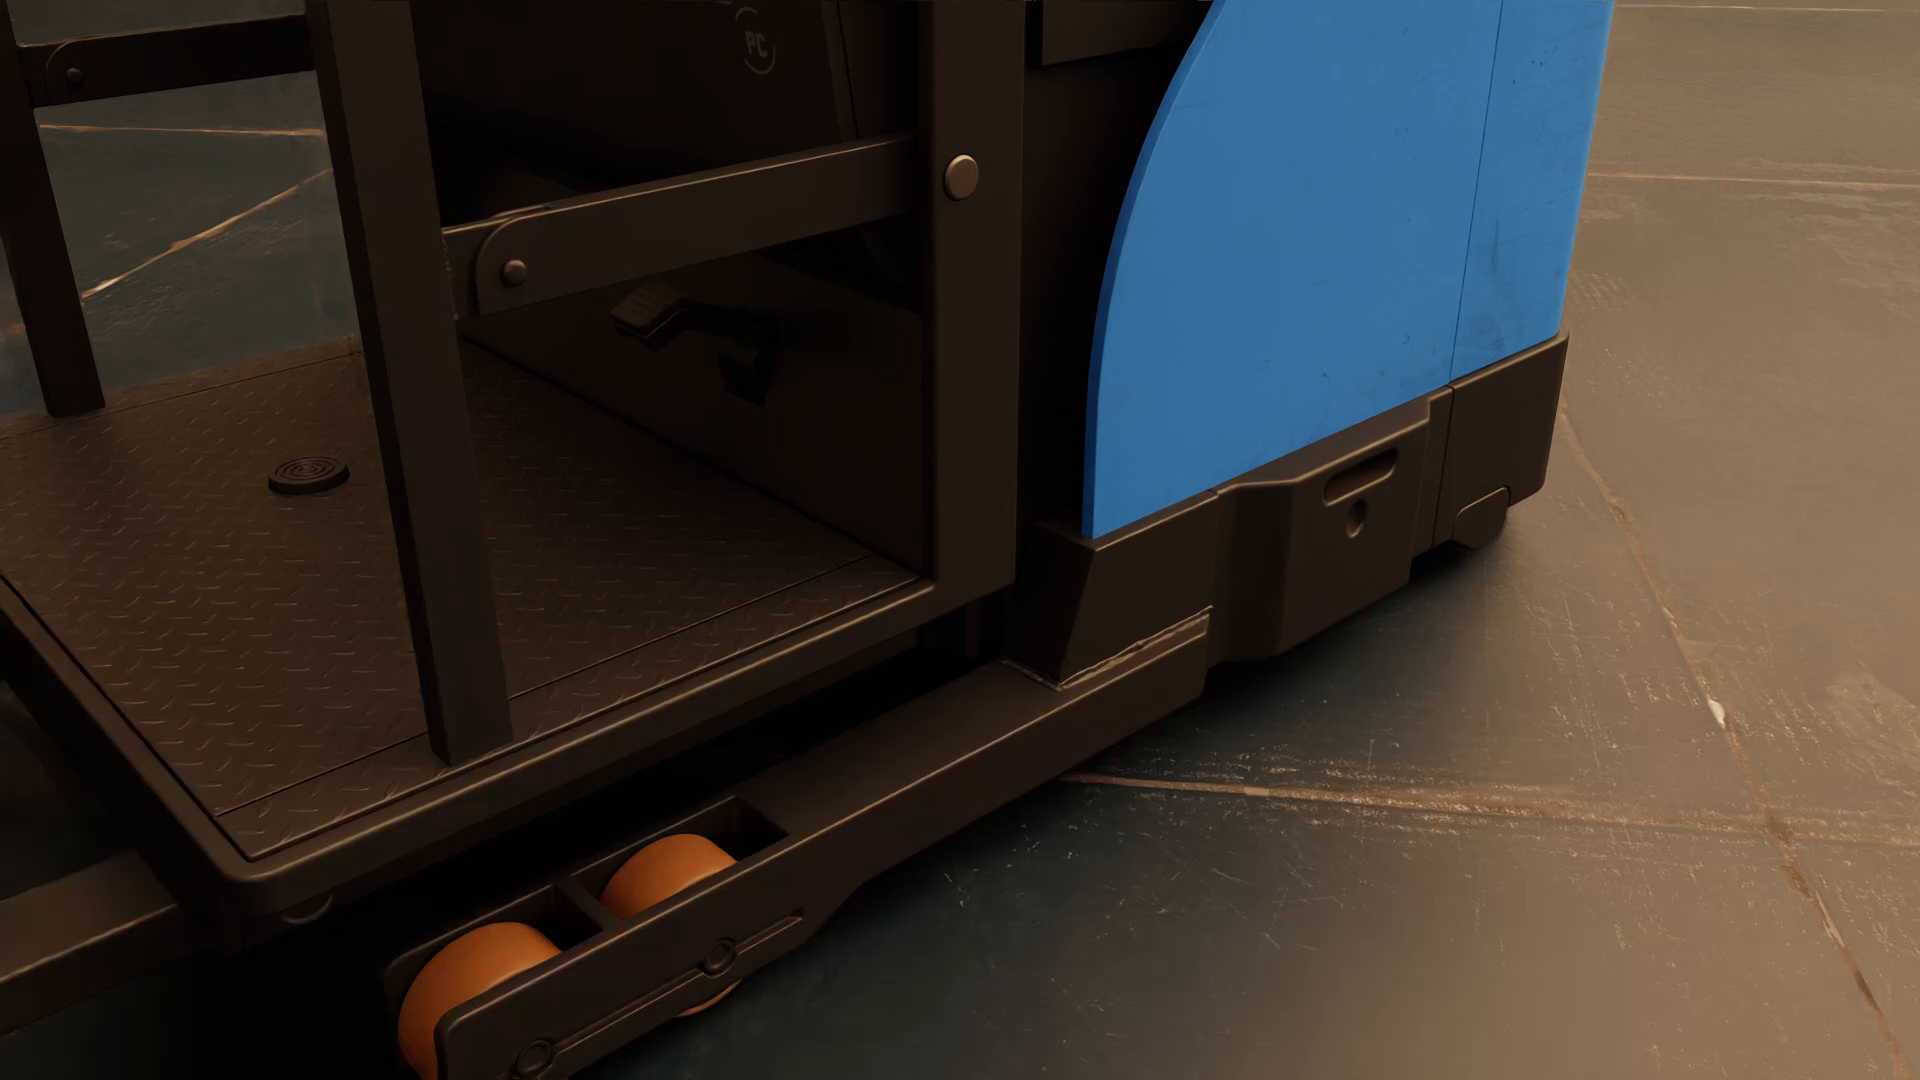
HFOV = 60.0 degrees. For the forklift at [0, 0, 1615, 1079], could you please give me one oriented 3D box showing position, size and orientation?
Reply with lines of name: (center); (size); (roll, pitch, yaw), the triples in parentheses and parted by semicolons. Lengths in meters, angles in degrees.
forklift: (-0.537, -1.063, 1.348); (3.031, 2.935, 1.130); (-22, 34, -37)
